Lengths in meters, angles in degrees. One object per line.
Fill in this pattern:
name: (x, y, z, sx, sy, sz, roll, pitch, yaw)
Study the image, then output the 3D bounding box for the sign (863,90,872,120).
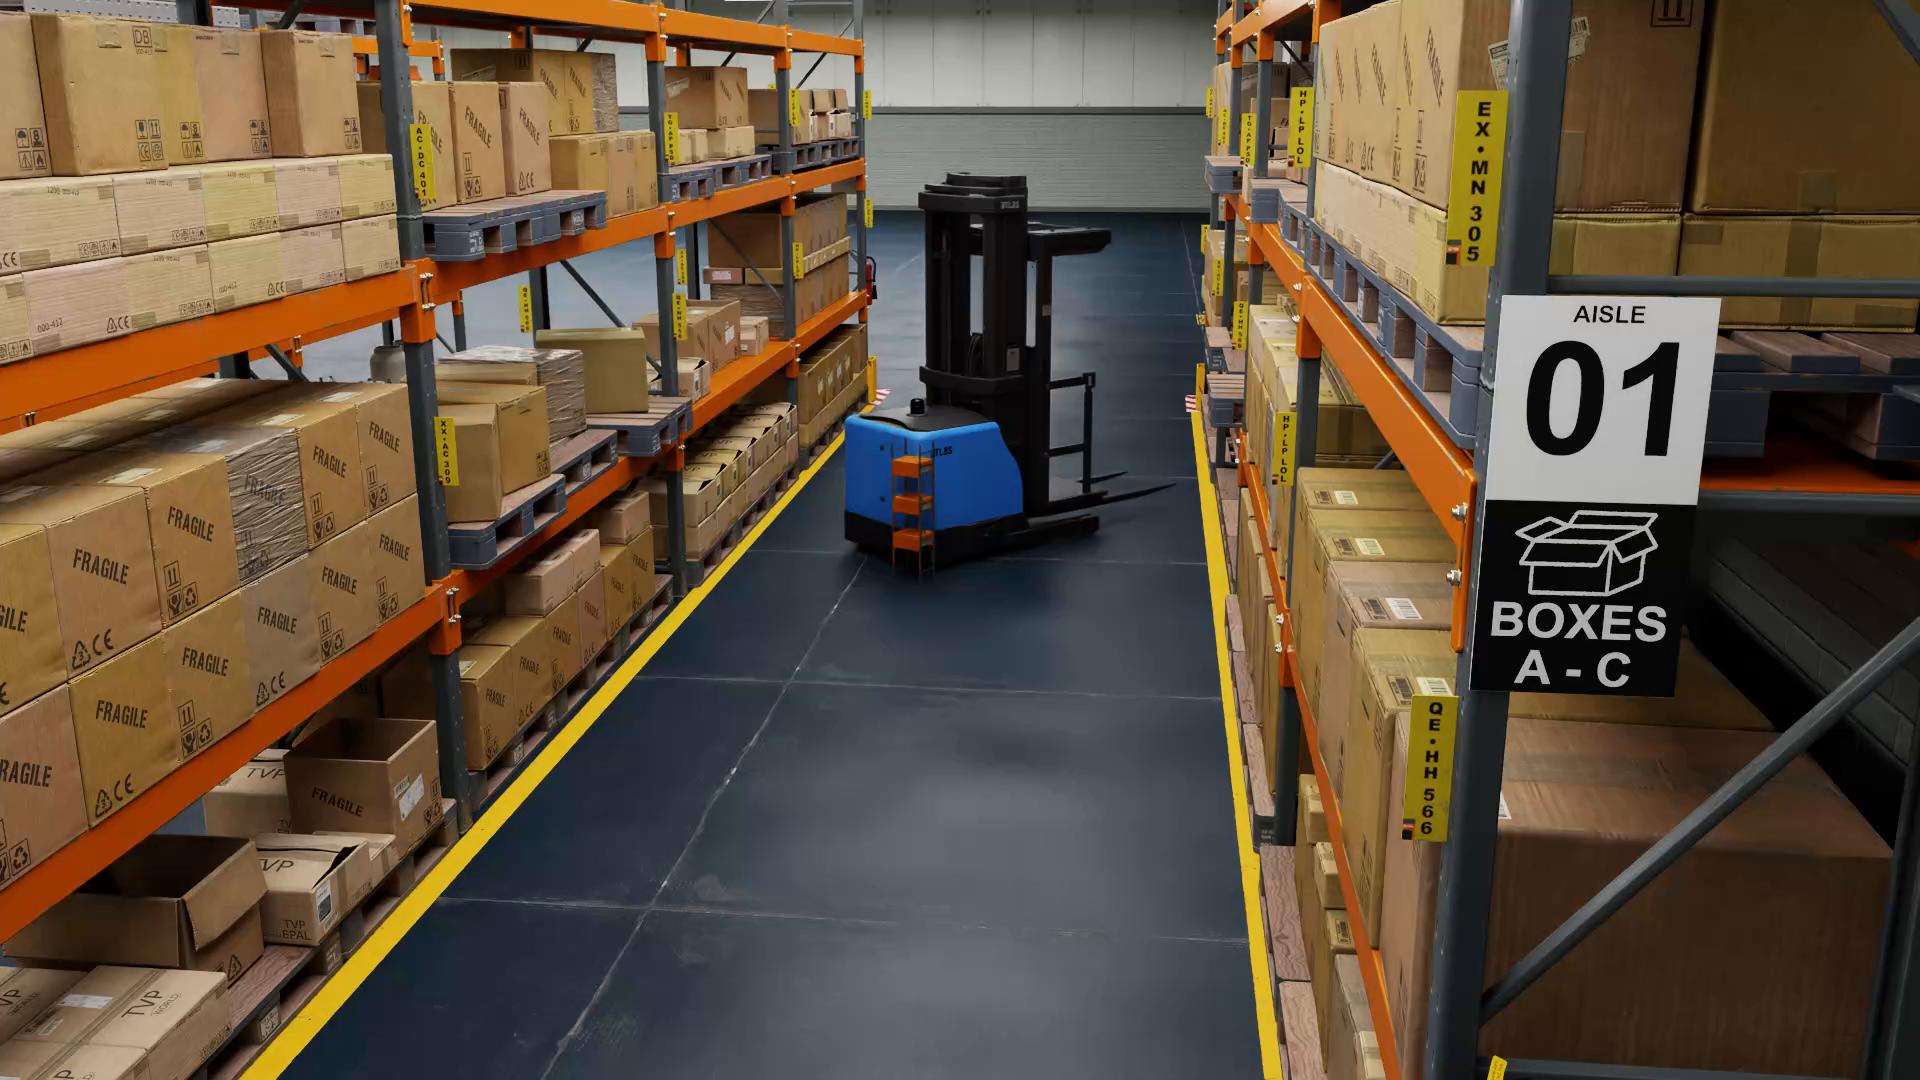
sign: (-1.057, -4.941, 18.897, 0.100, 0.325, 0.005, 2, 15, 6)

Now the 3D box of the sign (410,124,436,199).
sign: (-2.409, -1.695, 7.446, 0.100, 0.325, 0.005, 2, 15, 6)

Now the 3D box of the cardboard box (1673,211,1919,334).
cardboard box: (1.848, -0.637, 3.817, 0.500, 0.250, 0.500, 2, 15, 9)

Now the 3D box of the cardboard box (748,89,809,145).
cardboard box: (-1.728, -3.975, 15.606, 0.500, 0.500, 0.500, 3, 15, 11)

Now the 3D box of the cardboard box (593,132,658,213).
cardboard box: (-2.513, -2.431, 10.966, 0.910, 0.500, 0.500, 2, 15, 6)

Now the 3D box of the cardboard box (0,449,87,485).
cardboard box: (-3.455, -0.027, 5.908, 0.500, 0.500, 0.500, 2, 15, 8)

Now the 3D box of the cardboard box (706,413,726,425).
cardboard box: (-2.402, -1.002, 15.012, 0.500, 0.311, 0.500, 2, 15, 6)

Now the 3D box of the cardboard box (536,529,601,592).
cardboard box: (-2.483, 0.113, 10.005, 0.500, 0.250, 0.500, 1, 15, 5)

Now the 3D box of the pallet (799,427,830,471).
pallet: (-1.915, -0.945, 16.752, 1.003, 0.211, 1.213, 2, 15, 6)

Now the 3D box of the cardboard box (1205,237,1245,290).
cardboard box: (2.845, -2.901, 17.456, 0.500, 0.500, 0.500, 1, 15, 4)

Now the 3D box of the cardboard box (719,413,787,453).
cardboard box: (-1.860, -0.983, 14.941, 0.500, 0.311, 0.500, 2, 15, 8)

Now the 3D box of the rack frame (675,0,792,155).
rack frame: (-2.046, -4.982, 14.847, 1.000, 3.000, 0.127, 2, 15, 6)

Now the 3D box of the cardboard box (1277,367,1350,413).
cardboard box: (1.839, -0.691, 8.233, 0.500, 0.250, 0.500, 2, 15, 7)

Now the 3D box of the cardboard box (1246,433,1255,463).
cardboard box: (2.006, -0.582, 10.510, 0.380, 0.149, 0.250, 2, 15, 8)

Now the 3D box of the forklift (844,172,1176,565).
forklift: (0.528, -1.514, 13.646, 3.031, 2.935, 1.130, -12, 19, -38)

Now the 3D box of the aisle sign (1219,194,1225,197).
aisle sign: (3.037, -4.261, 18.693, 0.394, 0.787, 0.004, 2, 15, 6)

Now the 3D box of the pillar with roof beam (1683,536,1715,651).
pillar with roof beam: (-1.524, -2.682, 6.341, 9.100, 9.000, 0.400, 2, 15, 6)

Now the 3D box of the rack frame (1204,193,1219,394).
rack frame: (3.327, -2.978, 18.930, 1.000, 3.000, 0.127, 2, 15, 6)

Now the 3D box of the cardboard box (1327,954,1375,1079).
cardboard box: (1.614, 1.731, 5.500, 0.700, 0.500, 0.500, 1, 15, 4)

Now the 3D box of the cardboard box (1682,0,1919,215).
cardboard box: (1.844, -0.999, 3.720, 0.500, 0.500, 0.500, 1, 15, 4)

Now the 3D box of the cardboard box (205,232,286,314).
cardboard box: (-2.855, -0.993, 6.130, 0.500, 0.250, 0.500, 2, 15, 6)

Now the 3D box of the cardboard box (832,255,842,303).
cardboard box: (-1.715, -2.915, 18.503, 0.700, 0.500, 0.500, 2, 15, 8)

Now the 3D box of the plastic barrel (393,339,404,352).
plastic barrel: (-6.515, -2.099, 19.640, 0.421, 0.512, 0.421, 0, 15, 0)

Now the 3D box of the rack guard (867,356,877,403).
rack guard: (-1.592, -1.923, 19.816, 1.175, 0.500, 0.348, 2, 15, 6)

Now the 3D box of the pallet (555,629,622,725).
pallet: (-2.760, 0.806, 10.278, 1.003, 0.211, 1.213, 2, 15, 6)

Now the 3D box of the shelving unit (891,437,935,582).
shelving unit: (-0.352, -0.230, 12.500, 0.252, 1.050, 0.215, 9, 18, 30)

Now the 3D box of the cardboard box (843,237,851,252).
cardboard box: (-1.449, -3.380, 18.981, 0.380, 0.149, 0.250, 1, 15, 5)

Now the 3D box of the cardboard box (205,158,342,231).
cardboard box: (-2.794, -1.364, 6.544, 0.500, 0.250, 0.500, 2, 15, 6)

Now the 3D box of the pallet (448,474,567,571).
pallet: (-2.750, -0.122, 8.736, 1.003, 0.211, 1.213, 2, 15, 6)

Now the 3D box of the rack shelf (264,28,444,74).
rack shelf: (-6.742, -5.107, 17.454, 1.077, 0.370, 4.000, 2, 15, 6)

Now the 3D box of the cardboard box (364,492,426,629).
cardboard box: (-2.751, 0.078, 7.436, 0.500, 0.500, 0.500, 2, 15, 7)

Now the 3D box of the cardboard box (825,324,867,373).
cardboard box: (-1.360, -2.213, 19.126, 0.500, 0.500, 0.500, 2, 15, 6)

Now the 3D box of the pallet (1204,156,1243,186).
pallet: (2.701, -3.141, 14.146, 1.213, 0.211, 1.003, 2, 15, 6)

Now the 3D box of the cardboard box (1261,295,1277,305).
cardboard box: (2.586, -1.610, 12.836, 0.700, 0.500, 0.500, 2, 15, 6)

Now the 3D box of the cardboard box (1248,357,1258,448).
cardboard box: (2.047, -0.851, 10.263, 0.500, 0.500, 0.500, 2, 15, 8)

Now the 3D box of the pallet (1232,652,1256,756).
pallet: (2.121, 0.960, 9.706, 1.003, 0.211, 1.213, 2, 15, 6)

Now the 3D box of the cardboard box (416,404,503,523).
cardboard box: (-2.673, -0.378, 8.318, 0.700, 0.500, 0.500, -3, 16, -13)

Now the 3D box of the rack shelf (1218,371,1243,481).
rack shelf: (2.650, -1.075, 13.269, 1.077, 0.370, 4.000, 2, 15, 6)

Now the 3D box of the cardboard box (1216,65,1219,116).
cardboard box: (2.889, -4.612, 17.081, 0.500, 0.500, 0.500, 2, 15, 8)

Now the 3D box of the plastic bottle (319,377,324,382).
plastic bottle: (-7.074, -1.652, 18.386, 0.061, 0.283, 0.133, 2, 15, 7)

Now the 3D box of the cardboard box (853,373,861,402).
cardboard box: (-1.406, -1.721, 18.743, 0.500, 0.250, 0.500, 2, 15, 6)

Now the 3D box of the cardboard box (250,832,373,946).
cardboard box: (-2.816, 1.425, 6.953, 0.500, 0.311, 0.500, 2, 15, 6)

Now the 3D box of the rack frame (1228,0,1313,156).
rack frame: (2.876, -4.837, 14.311, 1.000, 3.000, 0.127, 2, 15, 6)

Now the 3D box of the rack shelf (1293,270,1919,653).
rack shelf: (1.748, -0.448, 5.204, 1.077, 0.370, 4.000, 2, 15, 6)

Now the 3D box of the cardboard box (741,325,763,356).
cardboard box: (-1.963, -1.788, 14.784, 0.396, 0.266, 0.258, 1, 15, 5)

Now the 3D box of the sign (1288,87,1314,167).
sign: (1.433, -1.729, 6.970, 0.100, 0.325, 0.005, 2, 15, 6)

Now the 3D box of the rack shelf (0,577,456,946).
rack shelf: (-3.175, 0.855, 6.132, 1.077, 0.370, 4.000, 2, 15, 6)

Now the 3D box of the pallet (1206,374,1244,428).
pallet: (2.399, -0.999, 11.977, 1.213, 0.211, 1.003, 2, 15, 6)

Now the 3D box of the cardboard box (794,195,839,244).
cardboard box: (-1.720, -3.527, 18.282, 0.700, 0.500, 0.500, 1, 15, 5)

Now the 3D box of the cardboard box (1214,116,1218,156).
cardboard box: (2.891, -4.132, 17.220, 0.500, 0.500, 0.500, 2, 15, 9)

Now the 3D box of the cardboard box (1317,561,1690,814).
cardboard box: (1.736, 0.507, 5.464, 0.980, 0.700, 0.700, 1, 15, 4)

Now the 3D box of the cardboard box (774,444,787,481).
cardboard box: (-1.864, -0.714, 15.019, 0.500, 0.250, 0.500, 1, 15, 5)

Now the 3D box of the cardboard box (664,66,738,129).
cardboard box: (-2.196, -3.719, 13.969, 0.500, 0.500, 0.500, 3, 15, 12)

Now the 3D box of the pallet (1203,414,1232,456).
pallet: (3.052, -1.087, 17.279, 1.003, 0.211, 1.213, 2, 15, 6)

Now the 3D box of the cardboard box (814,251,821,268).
cardboard box: (-1.652, -2.913, 17.255, 0.380, 0.149, 0.250, 2, 15, 6)

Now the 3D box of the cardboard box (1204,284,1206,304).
cardboard box: (2.912, -2.663, 18.014, 0.500, 0.250, 0.500, 1, 15, 5)

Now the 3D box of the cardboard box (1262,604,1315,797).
cardboard box: (1.918, 0.797, 8.284, 0.750, 0.750, 0.750, 2, 15, 7)

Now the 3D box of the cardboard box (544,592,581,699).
cardboard box: (-2.539, 0.597, 9.654, 0.500, 0.500, 0.500, 2, 15, 7)
